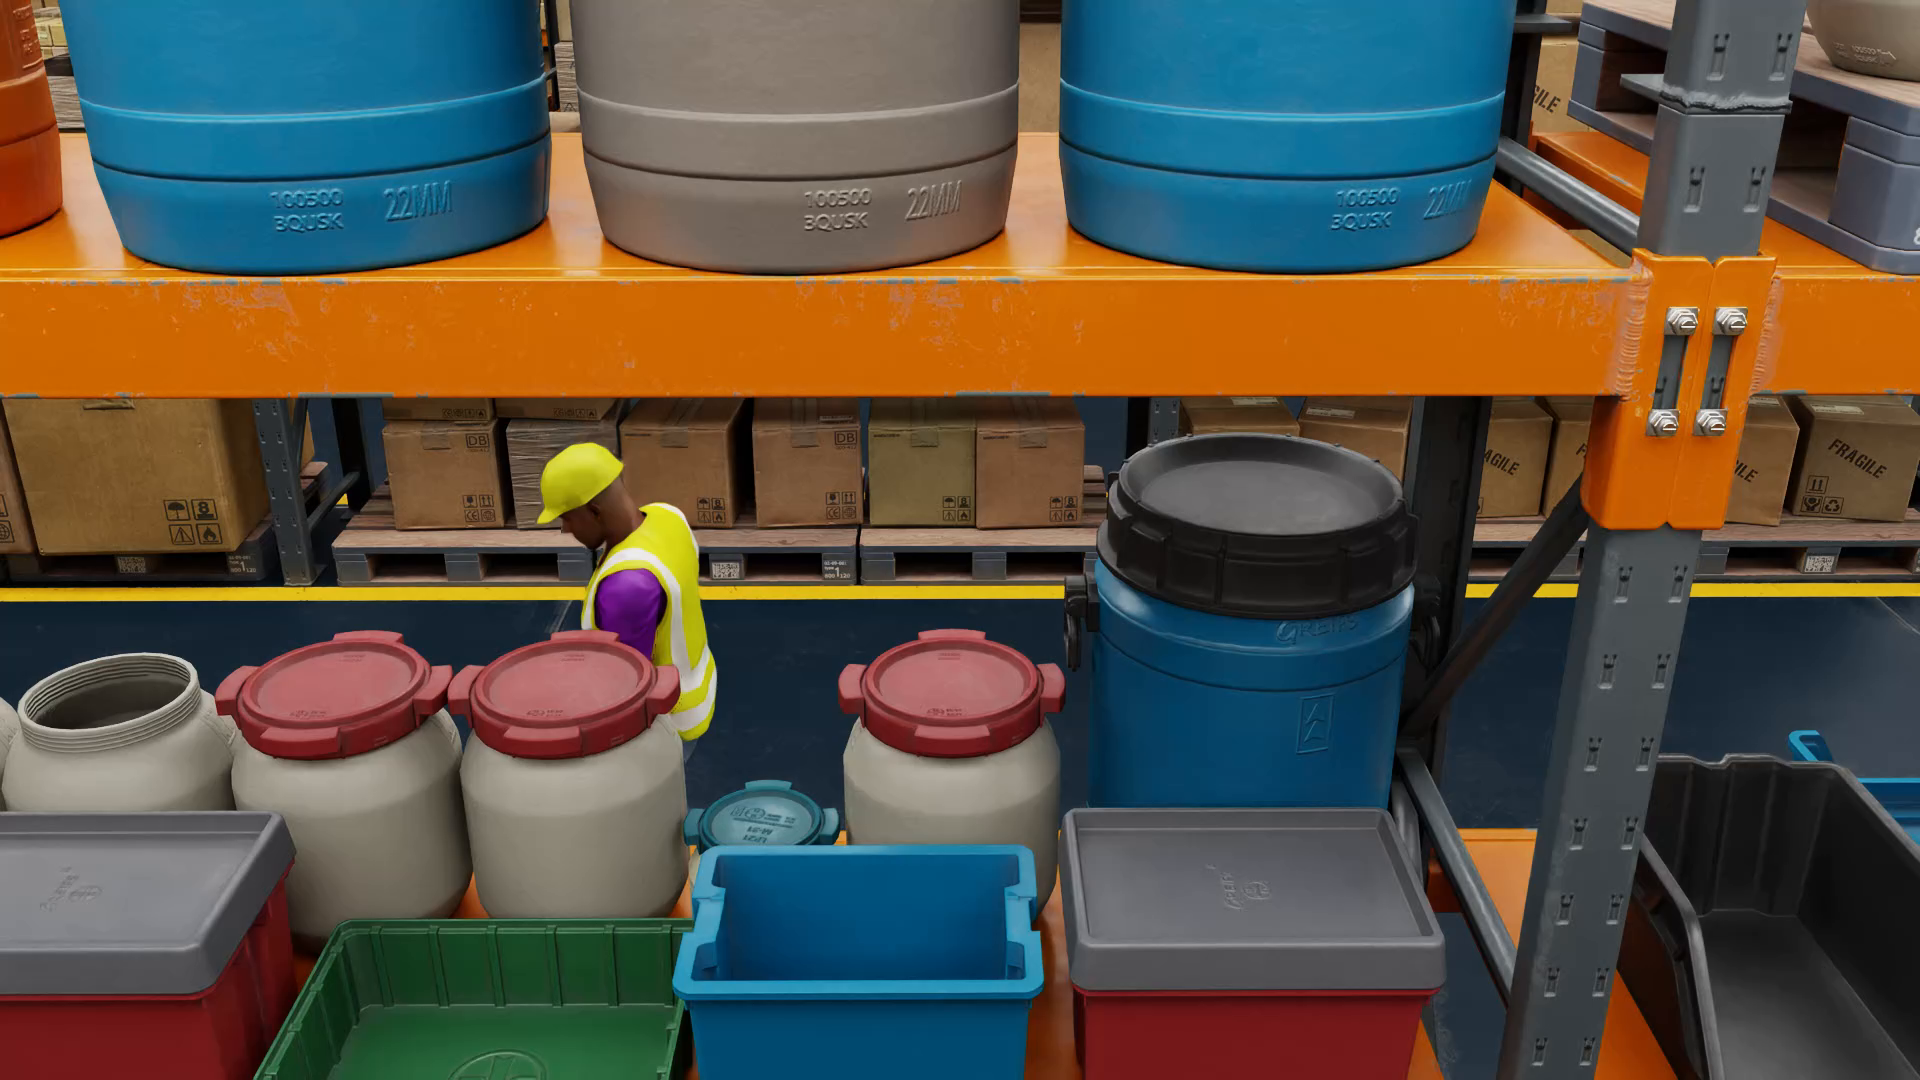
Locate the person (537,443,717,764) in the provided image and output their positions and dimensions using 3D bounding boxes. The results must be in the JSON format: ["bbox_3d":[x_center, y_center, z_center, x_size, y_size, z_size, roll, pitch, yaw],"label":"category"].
[{"bbox_3d":[-0.964,0.521,4.964,0.453,1.717,0.591,0,24,1],"label":"person"}]
